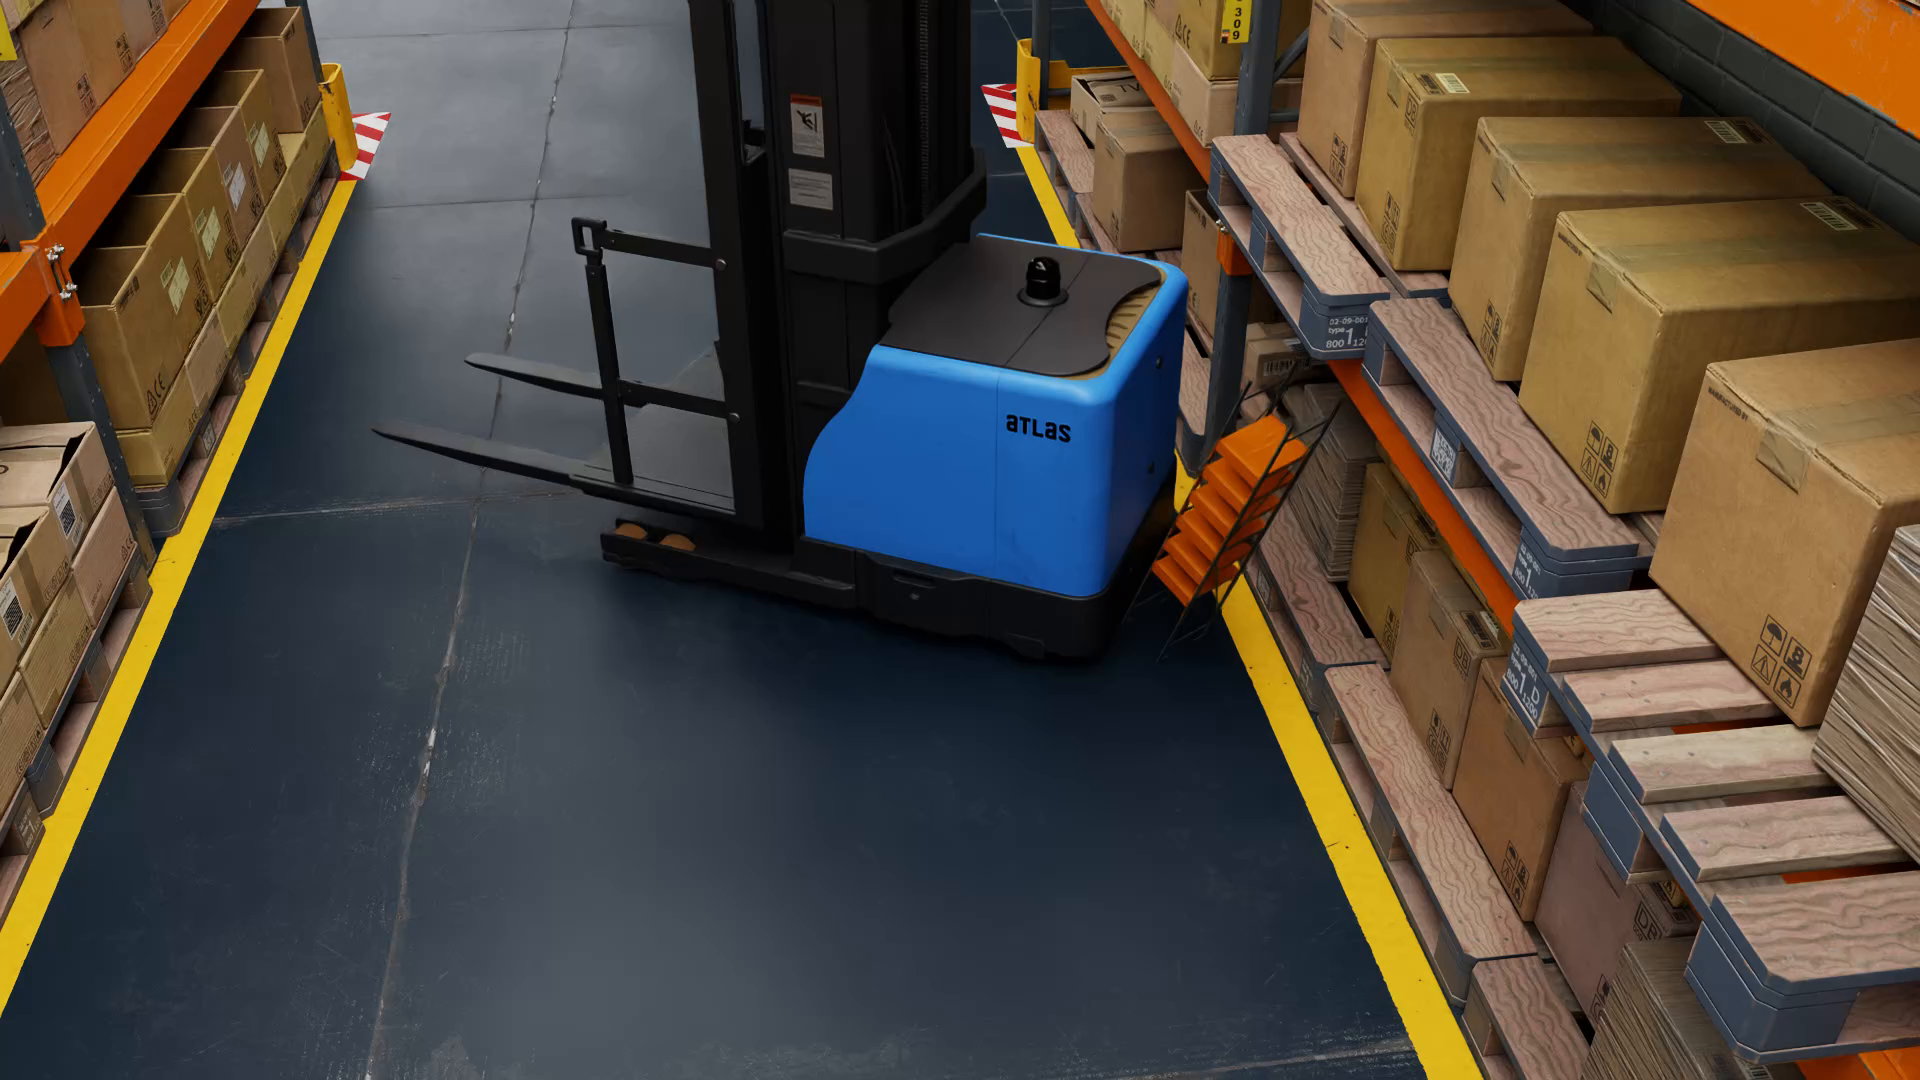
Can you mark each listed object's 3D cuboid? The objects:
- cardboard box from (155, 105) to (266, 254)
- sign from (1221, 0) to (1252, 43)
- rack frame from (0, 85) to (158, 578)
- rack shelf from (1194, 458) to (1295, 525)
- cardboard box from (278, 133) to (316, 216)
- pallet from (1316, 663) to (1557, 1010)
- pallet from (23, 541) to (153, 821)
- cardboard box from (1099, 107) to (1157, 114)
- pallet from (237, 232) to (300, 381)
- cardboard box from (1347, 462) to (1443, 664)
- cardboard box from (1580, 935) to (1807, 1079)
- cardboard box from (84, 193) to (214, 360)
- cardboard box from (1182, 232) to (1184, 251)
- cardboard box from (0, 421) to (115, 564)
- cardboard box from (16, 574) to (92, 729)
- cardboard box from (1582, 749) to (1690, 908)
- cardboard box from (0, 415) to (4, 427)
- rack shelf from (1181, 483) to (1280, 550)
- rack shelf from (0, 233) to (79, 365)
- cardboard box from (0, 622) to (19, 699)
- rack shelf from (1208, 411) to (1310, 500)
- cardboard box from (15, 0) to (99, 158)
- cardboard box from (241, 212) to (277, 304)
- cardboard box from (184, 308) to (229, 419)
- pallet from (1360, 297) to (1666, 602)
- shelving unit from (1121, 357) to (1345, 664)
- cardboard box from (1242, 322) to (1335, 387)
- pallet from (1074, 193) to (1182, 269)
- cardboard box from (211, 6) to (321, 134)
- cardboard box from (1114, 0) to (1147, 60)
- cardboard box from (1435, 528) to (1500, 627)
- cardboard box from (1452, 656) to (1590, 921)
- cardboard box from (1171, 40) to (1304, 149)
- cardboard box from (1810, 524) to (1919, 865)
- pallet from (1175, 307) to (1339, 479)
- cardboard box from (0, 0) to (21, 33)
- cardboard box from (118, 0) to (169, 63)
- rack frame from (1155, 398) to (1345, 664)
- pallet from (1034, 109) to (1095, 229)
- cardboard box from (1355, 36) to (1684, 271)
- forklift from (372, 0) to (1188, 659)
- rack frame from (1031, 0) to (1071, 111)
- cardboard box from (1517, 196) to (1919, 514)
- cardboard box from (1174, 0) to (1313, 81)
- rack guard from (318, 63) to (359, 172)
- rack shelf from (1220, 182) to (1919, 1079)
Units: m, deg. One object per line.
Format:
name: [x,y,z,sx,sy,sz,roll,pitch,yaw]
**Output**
cardboard box: [-3.411,-1.567,7.289,0.500,0.500,0.500,-4,35,-6]
sign: [0.917,-1.791,5.445,0.100,0.325,0.005,-4,35,-6]
rack frame: [-3.455,-1.101,5.202,1.000,3.000,0.127,-4,35,-6]
rack shelf: [0.884,-0.183,5.136,0.258,0.103,0.180,-26,63,-33]
cardboard box: [-3.549,-1.815,8.319,0.500,0.250,0.500,-4,35,-6]
pallet: [1.727,0.791,4.902,1.003,0.211,1.213,-4,35,-6]
pallet: [-3.317,0.460,5.388,1.003,0.211,1.213,-4,35,-6]
cardboard box: [0.996,-2.070,8.621,0.500,0.311,0.500,-2,34,-2]
pallet: [-3.688,-1.078,7.644,1.003,0.211,1.213,-4,35,-6]
cardboard box: [1.688,0.067,5.317,0.700,0.500,0.500,-5,35,-7]
cardboard box: [1.843,1.207,3.644,0.700,0.500,0.500,-4,34,-6]
cardboard box: [-3.282,-1.009,6.470,0.500,0.500,0.500,-4,35,-6]
cardboard box: [1.258,-1.376,7.746,0.380,0.149,0.250,-7,35,-10]
cardboard box: [-3.116,-0.166,5.400,0.500,0.311,0.500,-4,35,-6]
cardboard box: [-3.046,0.354,5.136,0.500,0.250,0.500,-5,35,-7]
cardboard box: [1.828,0.575,3.906,0.500,0.250,0.500,-4,34,-5]
cardboard box: [-3.734,-0.380,6.213,0.500,0.250,0.500,-4,35,-6]
rack shelf: [0.856,-0.109,5.226,0.258,0.103,0.180,-26,63,-33]
rack shelf: [-3.186,0.312,3.767,1.077,0.370,4.000,-4,35,-6]
cardboard box: [-2.975,0.403,4.566,0.500,0.311,0.500,-4,35,-7]
rack shelf: [0.912,-0.257,5.046,0.258,0.103,0.180,-26,63,-33]
cardboard box: [-3.598,-1.683,5.968,0.700,0.500,0.500,-5,35,-7]
cardboard box: [-3.414,-1.257,7.500,0.500,0.250,0.500,-4,35,-6]
cardboard box: [-3.279,-0.699,6.681,0.500,0.250,0.500,-4,35,-6]
pallet: [1.684,-0.268,4.151,1.003,0.211,1.213,-4,35,-6]
shelving unit: [0.838,-0.062,5.282,0.258,1.200,0.189,-26,63,-33]
cardboard box: [1.352,-0.785,6.864,0.380,0.166,0.250,-9,35,-13]
pallet: [1.161,-1.380,8.088,1.003,0.211,1.213,-4,35,-6]
cardboard box: [-3.626,-2.404,8.516,0.500,0.500,0.500,-4,35,-6]
cardboard box: [0.948,-2.224,6.965,0.500,0.250,0.500,-5,35,-7]
cardboard box: [1.705,0.008,4.738,0.500,0.250,0.500,-5,35,-8]
cardboard box: [1.794,0.636,4.482,0.700,0.500,0.500,-5,35,-7]
cardboard box: [1.089,-1.666,6.146,0.500,0.250,0.500,-4,35,-6]
cardboard box: [1.918,0.269,2.712,0.700,0.500,0.500,-8,35,-12]
pallet: [1.328,-0.698,7.087,1.003,0.211,1.213,-4,35,-6]
cardboard box: [-3.333,-1.715,5.438,0.380,0.149,0.250,-4,34,-6]
cardboard box: [-3.732,-2.249,6.798,0.700,0.500,0.500,-3,34,-5]
rack frame: [0.894,0.002,5.247,0.240,1.200,0.006,-26,63,-33]
pallet: [1.000,-2.060,9.085,1.003,0.211,1.213,-4,35,-6]
cardboard box: [1.556,-1.102,4.724,0.700,0.500,0.500,-1,34,-1]
forklift: [-0.768,-1.326,5.593,3.031,2.935,1.130,12,36,17]
rack frame: [0.915,-3.710,9.031,1.000,3.000,0.127,-4,35,-6]
cardboard box: [1.729,-0.424,3.730,0.700,0.500,0.500,-4,35,-6]
cardboard box: [1.083,-1.975,5.934,0.500,0.500,0.500,-4,35,-6]
rack guard: [-3.996,-2.314,9.201,1.175,0.500,0.348,-4,35,-6]
rack shelf: [1.722,-0.065,4.320,1.077,0.370,4.000,-4,35,-6]
